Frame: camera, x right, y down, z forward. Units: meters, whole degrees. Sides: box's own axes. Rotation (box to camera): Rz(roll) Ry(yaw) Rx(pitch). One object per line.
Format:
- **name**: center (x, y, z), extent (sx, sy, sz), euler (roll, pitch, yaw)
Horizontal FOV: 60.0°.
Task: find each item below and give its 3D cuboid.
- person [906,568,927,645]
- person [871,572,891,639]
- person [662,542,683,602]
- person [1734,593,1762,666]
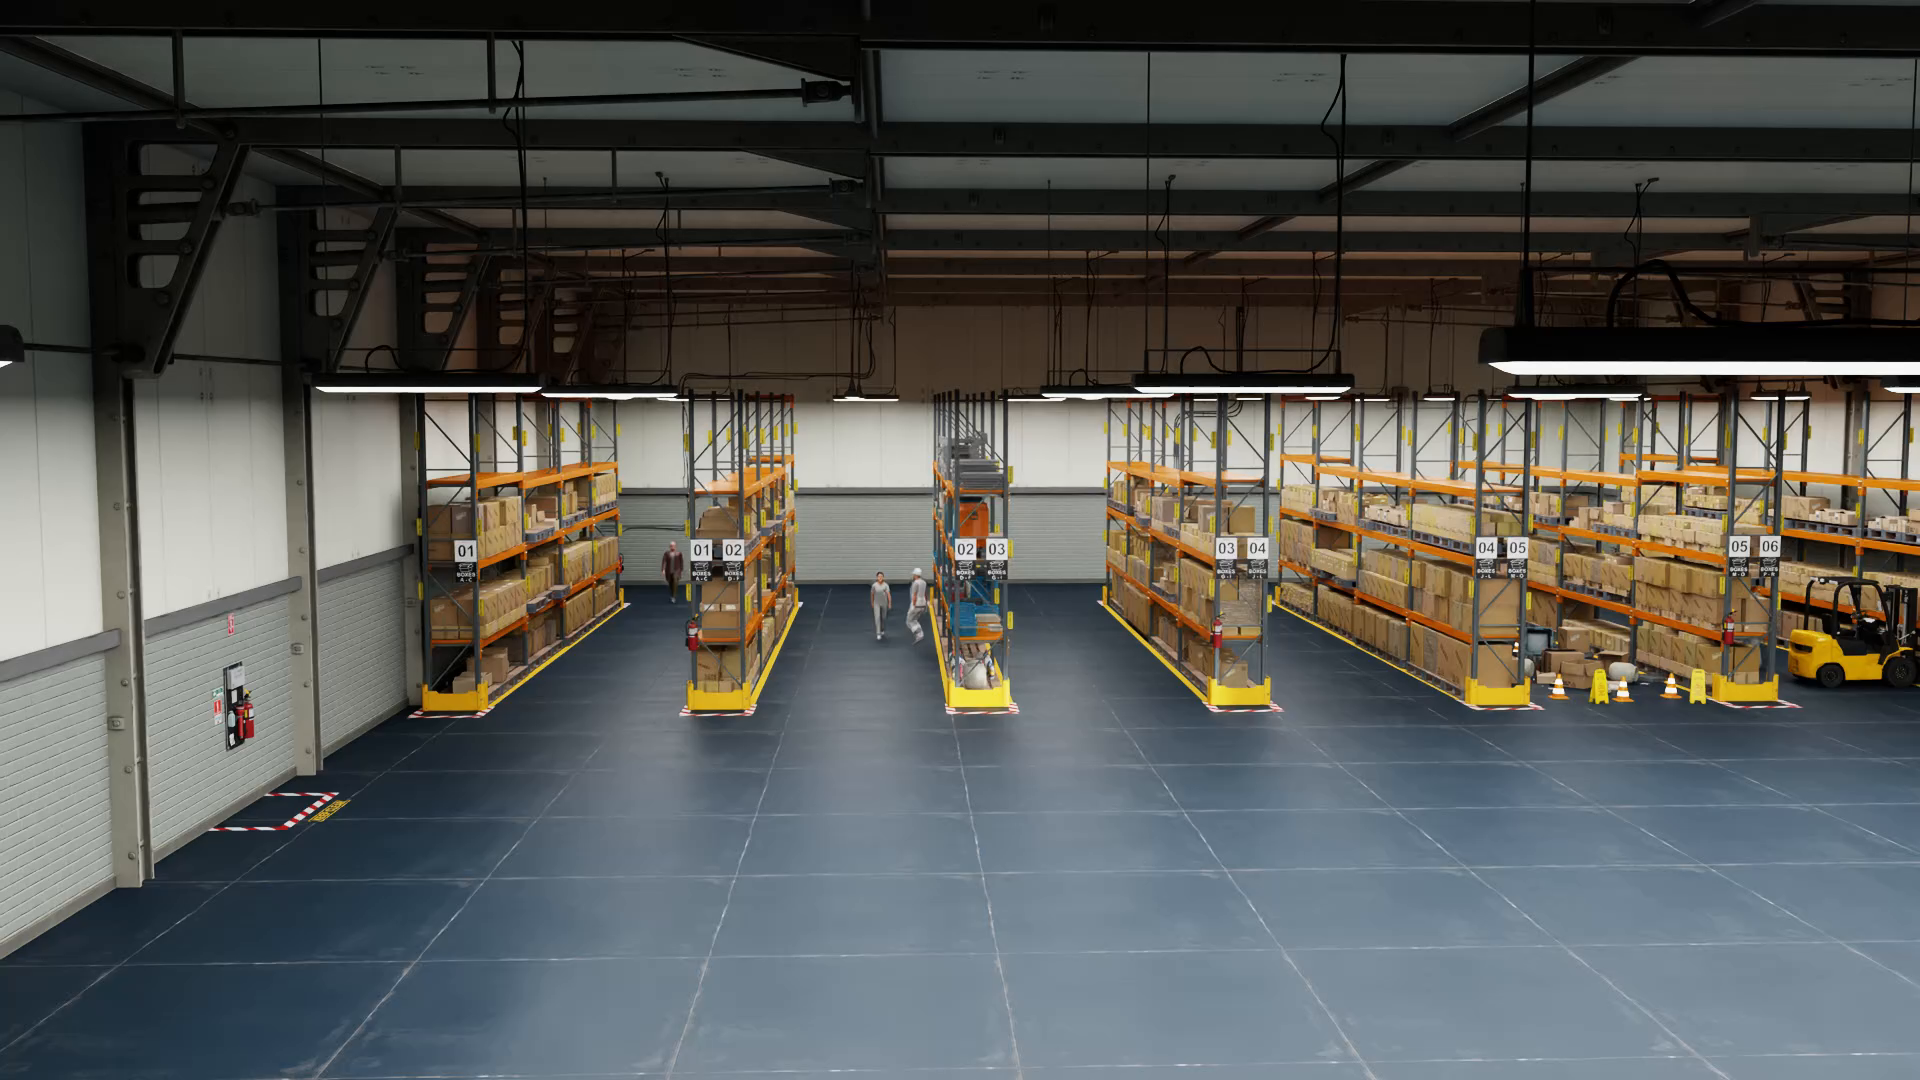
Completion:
- **person**: center (-0.972, 1.527, 38.442), extent (0.538, 1.760, 0.604), euler (3, 6, 34)
- **person**: center (-1.937, 1.585, 40.656), extent (0.488, 1.610, 1.058), euler (0, 5, -6)
- **person**: center (-8.342, 0.911, 48.174), extent (0.586, 1.713, 1.141), euler (0, 5, 1)
- **person**: center (17.219, 1.934, 36.371), extent (0.575, 1.643, 0.750), euler (-1, 5, -13)
